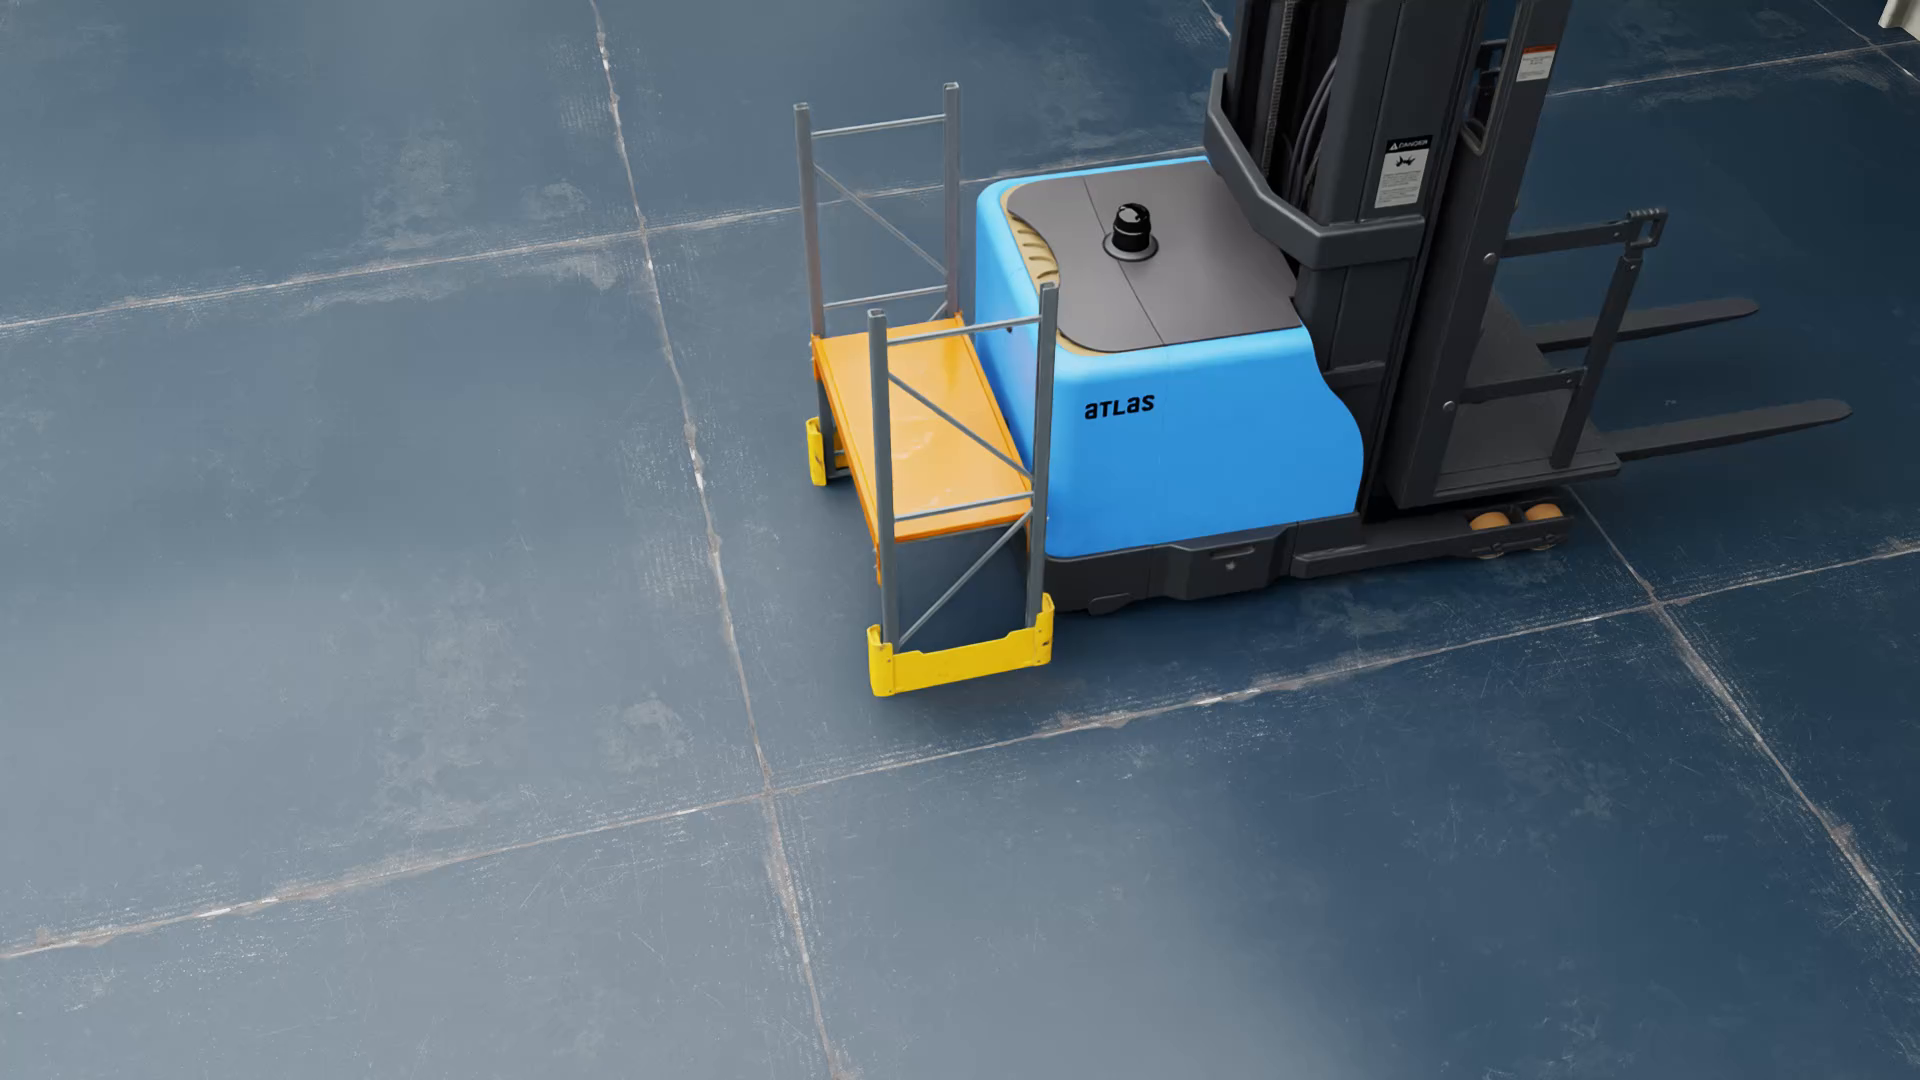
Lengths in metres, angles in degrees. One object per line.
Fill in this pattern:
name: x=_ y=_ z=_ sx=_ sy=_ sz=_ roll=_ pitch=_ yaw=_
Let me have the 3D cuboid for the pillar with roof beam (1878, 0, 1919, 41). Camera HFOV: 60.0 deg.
pillar with roof beam: x=0.600 y=-4.826 z=4.179 sx=9.100 sy=9.000 sz=0.400 roll=-11 pitch=47 yaw=-10

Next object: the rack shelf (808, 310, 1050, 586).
rack shelf: x=-0.119 y=-0.318 z=5.264 sx=0.538 sy=0.185 sz=1.000 roll=-11 pitch=47 yaw=-10

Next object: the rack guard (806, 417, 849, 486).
rack guard: x=-0.247 y=-0.357 z=5.925 sx=0.587 sy=0.250 sz=0.087 roll=-11 pitch=47 yaw=-10

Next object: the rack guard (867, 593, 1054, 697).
rack guard: x=0.005 y=0.331 z=5.250 sx=0.587 sy=0.250 sz=0.087 roll=-11 pitch=47 yaw=-10

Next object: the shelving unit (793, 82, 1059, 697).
shelving unit: x=-0.121 y=-0.450 z=5.141 sx=0.587 sy=1.500 sz=1.083 roll=-11 pitch=47 yaw=-10

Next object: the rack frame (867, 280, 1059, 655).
rack frame: x=0.010 y=-0.093 z=4.791 sx=0.500 sy=1.500 sz=0.032 roll=-11 pitch=47 yaw=-10

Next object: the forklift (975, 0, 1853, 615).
forklift: x=1.612 y=-1.323 z=4.994 sx=3.031 sy=2.935 sz=1.130 roll=-9 pitch=46 yaw=-9

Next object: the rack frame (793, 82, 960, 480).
rack frame: x=-0.247 y=-0.795 z=5.479 sx=0.500 sy=1.500 sz=0.032 roll=-11 pitch=47 yaw=-10
